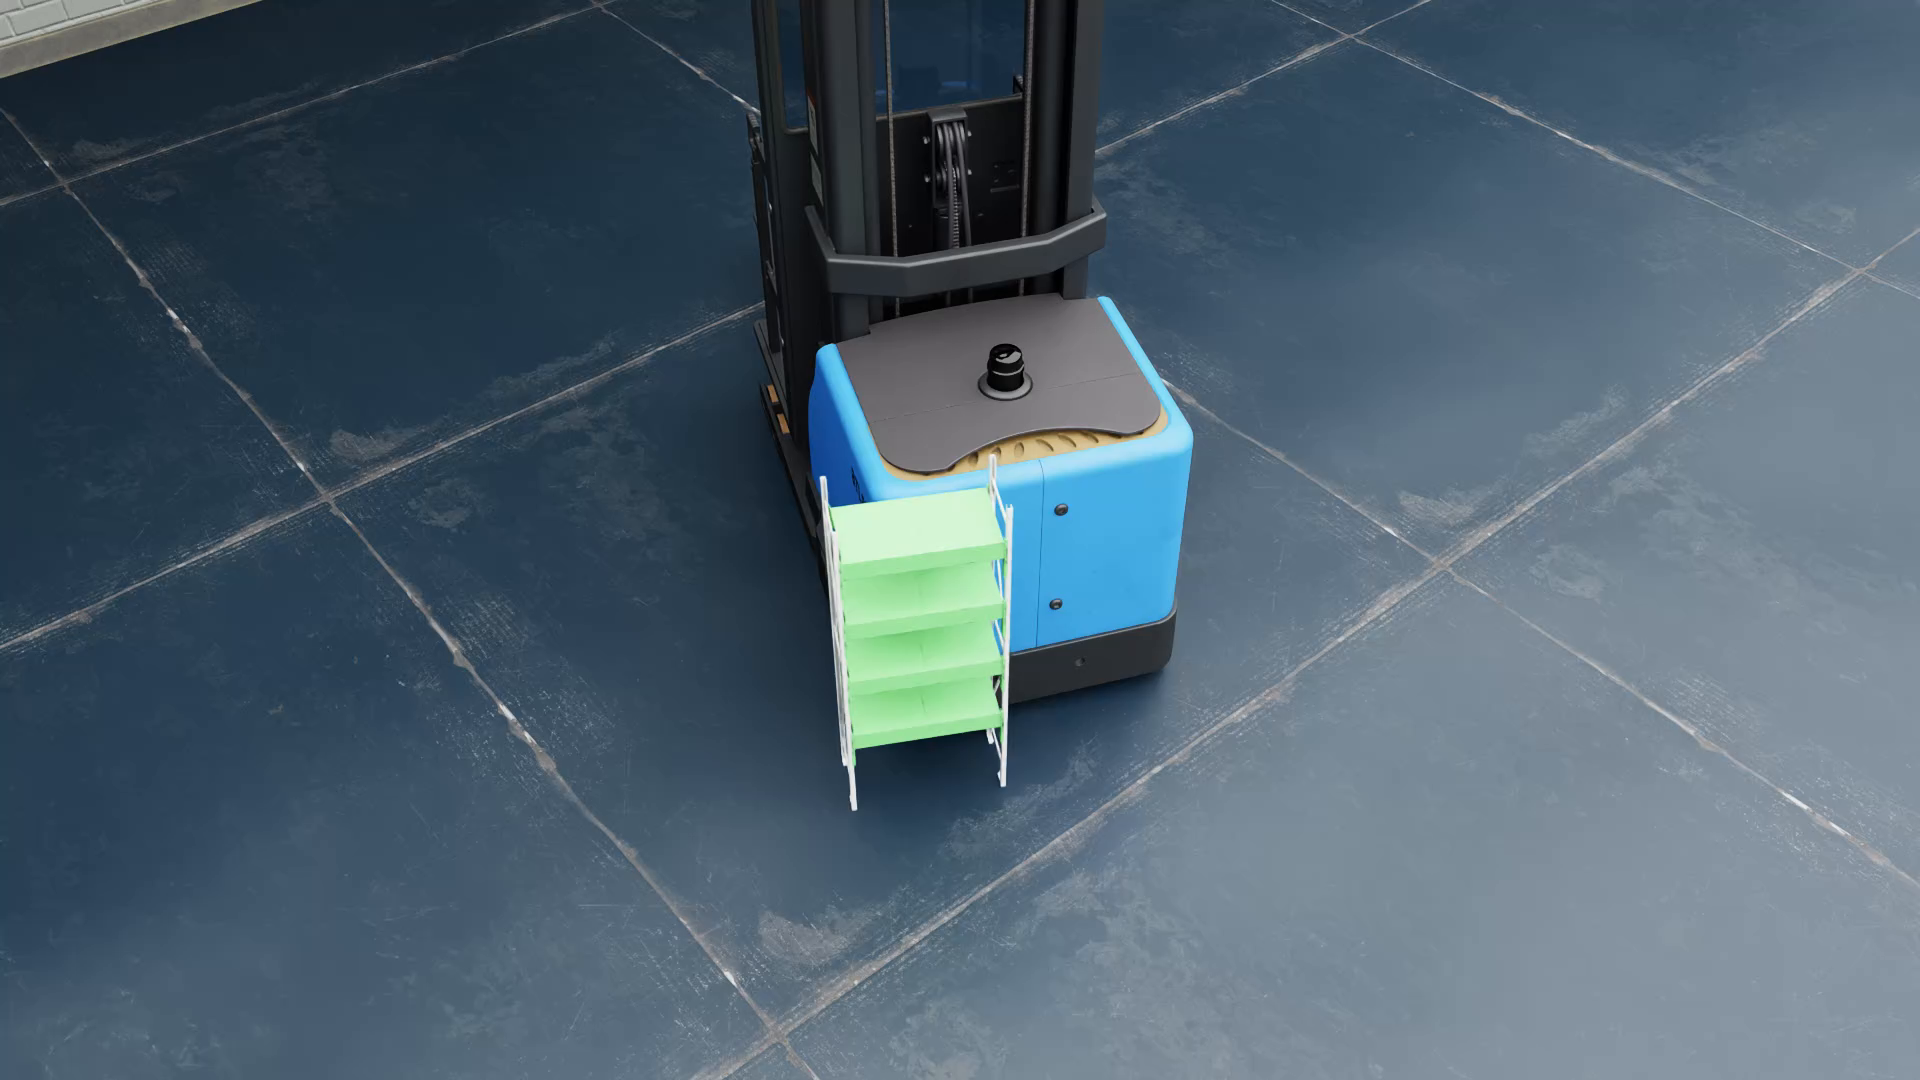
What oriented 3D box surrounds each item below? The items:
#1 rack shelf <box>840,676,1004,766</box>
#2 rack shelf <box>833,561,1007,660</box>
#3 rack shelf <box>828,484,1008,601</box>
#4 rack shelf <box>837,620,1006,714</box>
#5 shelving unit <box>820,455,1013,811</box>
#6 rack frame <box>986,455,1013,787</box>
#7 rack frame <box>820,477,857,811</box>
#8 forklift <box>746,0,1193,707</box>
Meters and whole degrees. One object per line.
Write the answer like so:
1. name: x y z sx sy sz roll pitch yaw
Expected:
1. rack shelf: -0.122 0.535 5.246 0.480 0.148 0.258 -8 43 -8
2. rack shelf: -0.123 0.181 4.921 0.480 0.148 0.258 -8 43 -8
3. rack shelf: -0.124 0.004 4.759 0.480 0.148 0.258 -8 43 -8
4. rack shelf: -0.123 0.358 5.084 0.480 0.148 0.258 -8 43 -8
5. shelving unit: -0.123 0.311 5.040 0.503 1.200 0.258 -8 43 -8
6. rack frame: 0.116 0.278 5.075 0.015 1.200 0.240 -8 43 -8
7. rack frame: -0.362 0.343 5.005 0.015 1.200 0.240 -8 43 -8
8. forklift: -0.176 -1.477 5.682 1.130 2.935 3.031 -11 44 -12
